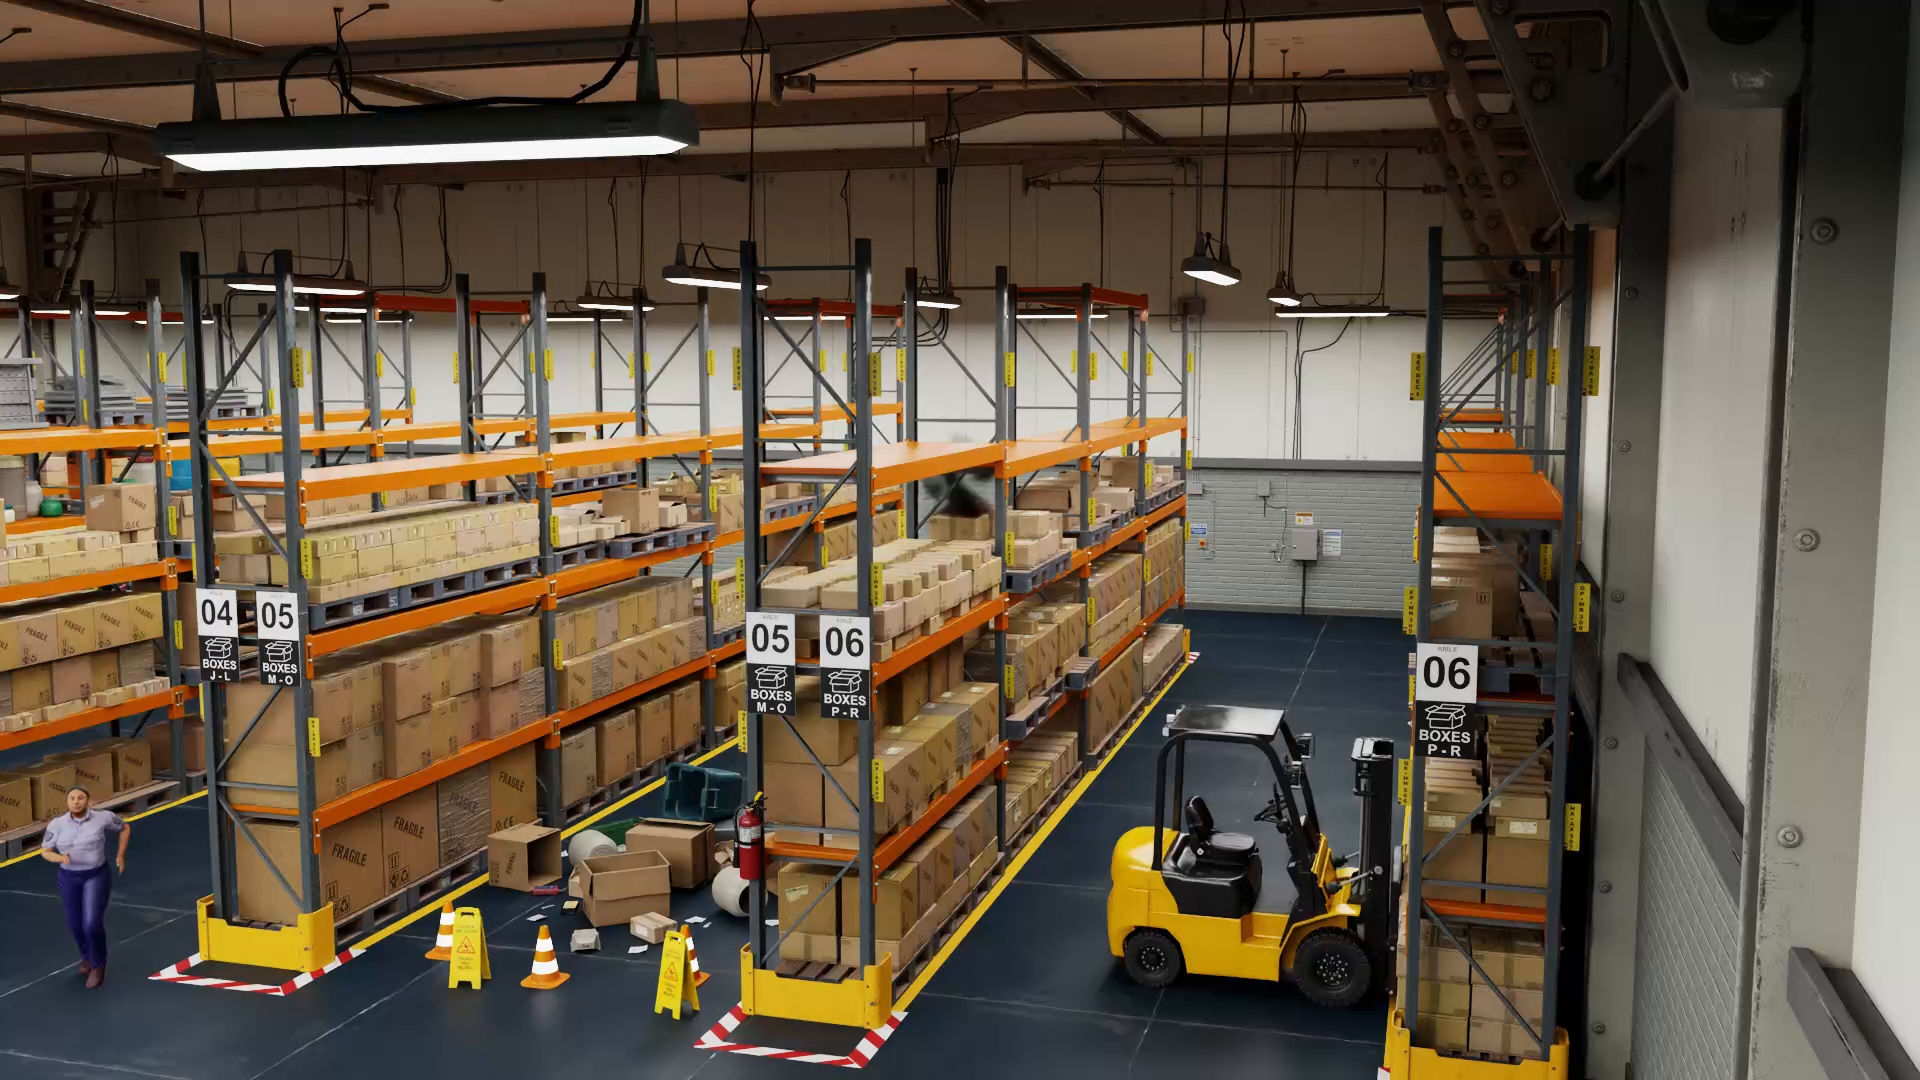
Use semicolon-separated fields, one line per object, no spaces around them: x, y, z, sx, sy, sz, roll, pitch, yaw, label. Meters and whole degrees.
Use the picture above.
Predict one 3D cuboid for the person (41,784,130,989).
-7.206;2.835;13.673;0.577;1.684;0.685;-1;7;-13;person
